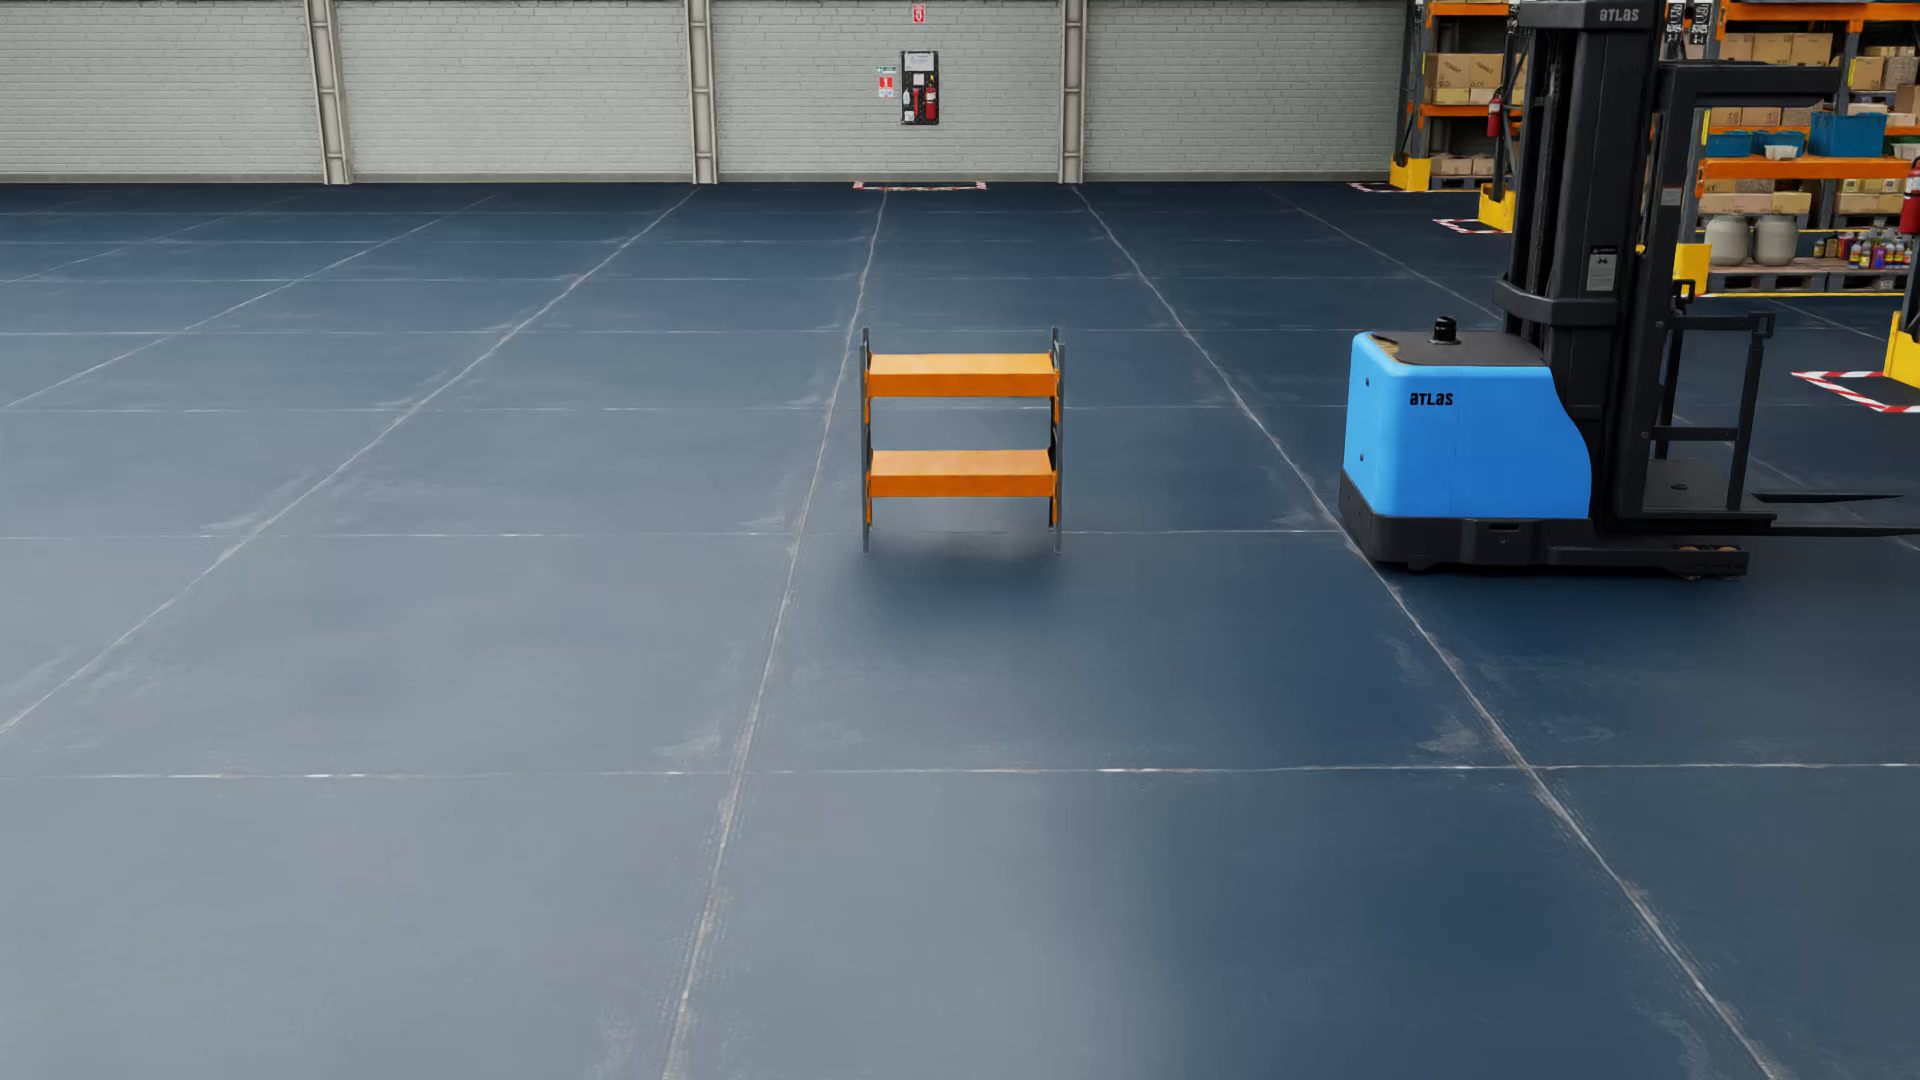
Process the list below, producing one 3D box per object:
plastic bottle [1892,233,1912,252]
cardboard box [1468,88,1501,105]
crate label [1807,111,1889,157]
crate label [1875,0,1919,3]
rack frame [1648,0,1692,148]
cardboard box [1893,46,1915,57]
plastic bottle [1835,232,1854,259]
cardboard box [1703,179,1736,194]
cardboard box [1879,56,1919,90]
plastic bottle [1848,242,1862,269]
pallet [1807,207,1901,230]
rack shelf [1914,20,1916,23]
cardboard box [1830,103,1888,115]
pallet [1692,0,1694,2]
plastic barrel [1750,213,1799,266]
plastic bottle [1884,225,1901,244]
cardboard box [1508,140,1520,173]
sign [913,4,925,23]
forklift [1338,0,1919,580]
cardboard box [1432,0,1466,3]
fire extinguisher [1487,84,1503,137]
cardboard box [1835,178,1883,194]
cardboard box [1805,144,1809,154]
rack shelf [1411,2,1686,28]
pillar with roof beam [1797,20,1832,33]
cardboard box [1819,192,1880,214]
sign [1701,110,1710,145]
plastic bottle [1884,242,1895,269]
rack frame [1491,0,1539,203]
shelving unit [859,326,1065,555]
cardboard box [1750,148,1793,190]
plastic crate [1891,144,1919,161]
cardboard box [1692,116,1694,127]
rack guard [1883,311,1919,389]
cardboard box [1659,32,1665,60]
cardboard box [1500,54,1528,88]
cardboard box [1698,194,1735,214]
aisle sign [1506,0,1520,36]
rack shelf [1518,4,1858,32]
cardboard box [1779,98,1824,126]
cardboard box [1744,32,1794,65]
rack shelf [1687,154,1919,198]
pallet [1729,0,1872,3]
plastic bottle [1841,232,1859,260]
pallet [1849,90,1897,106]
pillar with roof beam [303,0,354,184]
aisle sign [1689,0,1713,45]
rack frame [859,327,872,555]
[{"bbox_3d":[9.889,-3.080,17.476,0.135,0.276,0.152,0,18,-1],"label":"plastic bottle"},{"bbox_3d":[8.144,-6.949,26.013,0.500,0.250,0.500,-1,18,-3],"label":"cardboard box"},{"bbox_3d":[9.125,-4.181,17.114,0.616,0.435,0.502,0,18,-1],"label":"crate label"},{"bbox_3d":[9.166,-5.339,16.112,0.408,0.251,0.502,0,18,-1],"label":"crate label"},{"bbox_3d":[11.132,-7.118,26.327,0.127,3.000,1.000,0,18,-1],"label":"rack frame"},{"bbox_3d":[14.787,-7.693,26.172,0.250,0.149,0.380,-3,18,-8],"label":"cardboard box"},{"bbox_3d":[9.371,-3.121,17.606,0.135,0.276,0.152,0,18,0],"label":"plastic bottle"},{"bbox_3d":[9.754,-4.782,21.629,0.500,0.500,0.500,0,18,-1],"label":"cardboard box"},{"bbox_3d":[14.662,-7.389,26.288,0.500,0.500,0.700,-2,18,-7],"label":"cardboard box"},{"bbox_3d":[9.107,-2.897,16.914,0.097,0.271,0.097,0,18,0],"label":"plastic bottle"},{"bbox_3d":[11.950,-4.293,22.085,1.213,0.211,1.003,0,18,-1],"label":"pallet"},{"bbox_3d":[17.131,-8.233,26.069,4.000,0.370,1.077,0,18,-1],"label":"rack shelf"},{"bbox_3d":[11.706,-5.550,21.682,0.500,0.250,0.500,1,18,3],"label":"cardboard box"},{"bbox_3d":[11.751,-8.428,25.805,1.003,0.211,1.213,0,18,-1],"label":"pallet"},{"bbox_3d":[8.447,-3.117,17.240,0.421,0.512,0.421,0,18,0],"label":"plastic barrel"},{"bbox_3d":[9.861,-3.160,17.606,0.185,0.351,0.144,0,18,-1],"label":"plastic bottle"},{"bbox_3d":[9.130,-6.085,26.478,0.500,0.500,0.700,-1,18,-4],"label":"cardboard box"},{"bbox_3d":[-0.662,-8.472,26.750,0.199,0.298,0.001,0,18,-1],"label":"sign"},{"bbox_3d":[3.628,-1.359,8.484,3.031,2.935,1.130,1,18,2],"label":"forklift"},{"bbox_3d":[7.471,-8.510,25.557,0.500,0.500,0.500,0,18,1],"label":"cardboard box"},{"bbox_3d":[7.089,-5.690,22.003,0.183,0.674,0.296,0,18,-1],"label":"fire extinguisher"},{"bbox_3d":[11.631,-4.689,21.650,0.500,0.311,0.500,0,18,-1],"label":"cardboard box"},{"bbox_3d":[13.399,-6.159,26.710,0.500,0.500,0.700,0,18,-1],"label":"cardboard box"},{"bbox_3d":[9.132,-8.194,25.948,4.000,0.370,1.077,0,18,-1],"label":"rack shelf"},{"bbox_3d":[13.886,-8.937,22.176,0.400,9.000,9.100,0,18,-1],"label":"pillar with roof beam"},{"bbox_3d":[11.621,-4.422,21.736,0.500,0.250,0.500,-1,18,-2],"label":"cardboard box"},{"bbox_3d":[7.293,-4.037,16.268,0.005,0.325,0.100,0,18,-1],"label":"sign"},{"bbox_3d":[9.449,-2.899,16.919,0.097,0.271,0.097,0,18,0],"label":"plastic bottle"},{"bbox_3d":[7.215,-5.586,21.550,0.127,3.000,1.000,0,18,-1],"label":"rack frame"},{"bbox_3d":[0.007,-0.536,8.876,1.048,1.125,0.538,0,18,-1],"label":"shelving unit"},{"bbox_3d":[10.745,-4.946,22.143,0.500,0.500,0.500,0,18,-1],"label":"cardboard box"},{"bbox_3d":[9.669,-3.882,16.669,0.437,0.136,0.530,0,18,-1],"label":"plastic crate"},{"bbox_3d":[9.229,-5.640,21.556,0.500,0.500,0.700,0,18,1],"label":"cardboard box"},{"bbox_3d":[7.443,-1.371,12.502,0.348,0.500,1.175,0,18,-1],"label":"rack guard"},{"bbox_3d":[8.764,-6.257,21.354,0.500,0.500,0.700,0,18,-1],"label":"cardboard box"},{"bbox_3d":[8.626,-7.305,25.893,0.500,0.500,0.500,-1,18,-3],"label":"cardboard box"},{"bbox_3d":[9.754,-4.421,21.732,0.500,0.250,0.500,0,18,-1],"label":"cardboard box"},{"bbox_3d":[7.144,-6.913,21.432,0.004,0.787,0.394,0,18,-1],"label":"aisle sign"},{"bbox_3d":[9.214,-6.681,21.232,4.000,0.370,1.077,0,18,-1],"label":"rack shelf"},{"bbox_3d":[10.770,-5.649,21.582,0.500,0.500,0.700,-1,18,-2],"label":"cardboard box"},{"bbox_3d":[10.265,-6.264,21.376,0.500,0.500,0.700,0,18,-1],"label":"cardboard box"},{"bbox_3d":[9.289,-3.740,16.974,4.000,0.370,1.077,0,18,-1],"label":"rack shelf"},{"bbox_3d":[8.118,-5.386,16.324,1.213,0.211,1.003,0,18,-1],"label":"pallet"},{"bbox_3d":[9.373,-3.092,17.503,0.133,0.283,0.061,0,18,-1],"label":"plastic bottle"},{"bbox_3d":[14.421,-7.010,26.304,1.003,0.211,1.213,0,18,-1],"label":"pallet"},{"bbox_3d":[-10.111,-8.822,21.815,0.400,9.000,9.100,0,18,-1],"label":"pillar with roof beam"},{"bbox_3d":[7.222,-5.221,16.157,0.004,0.787,0.394,0,18,-1],"label":"aisle sign"},{"bbox_3d":[-0.502,-0.533,8.868,0.032,1.125,0.500,0,18,-1],"label":"rack frame"}]
